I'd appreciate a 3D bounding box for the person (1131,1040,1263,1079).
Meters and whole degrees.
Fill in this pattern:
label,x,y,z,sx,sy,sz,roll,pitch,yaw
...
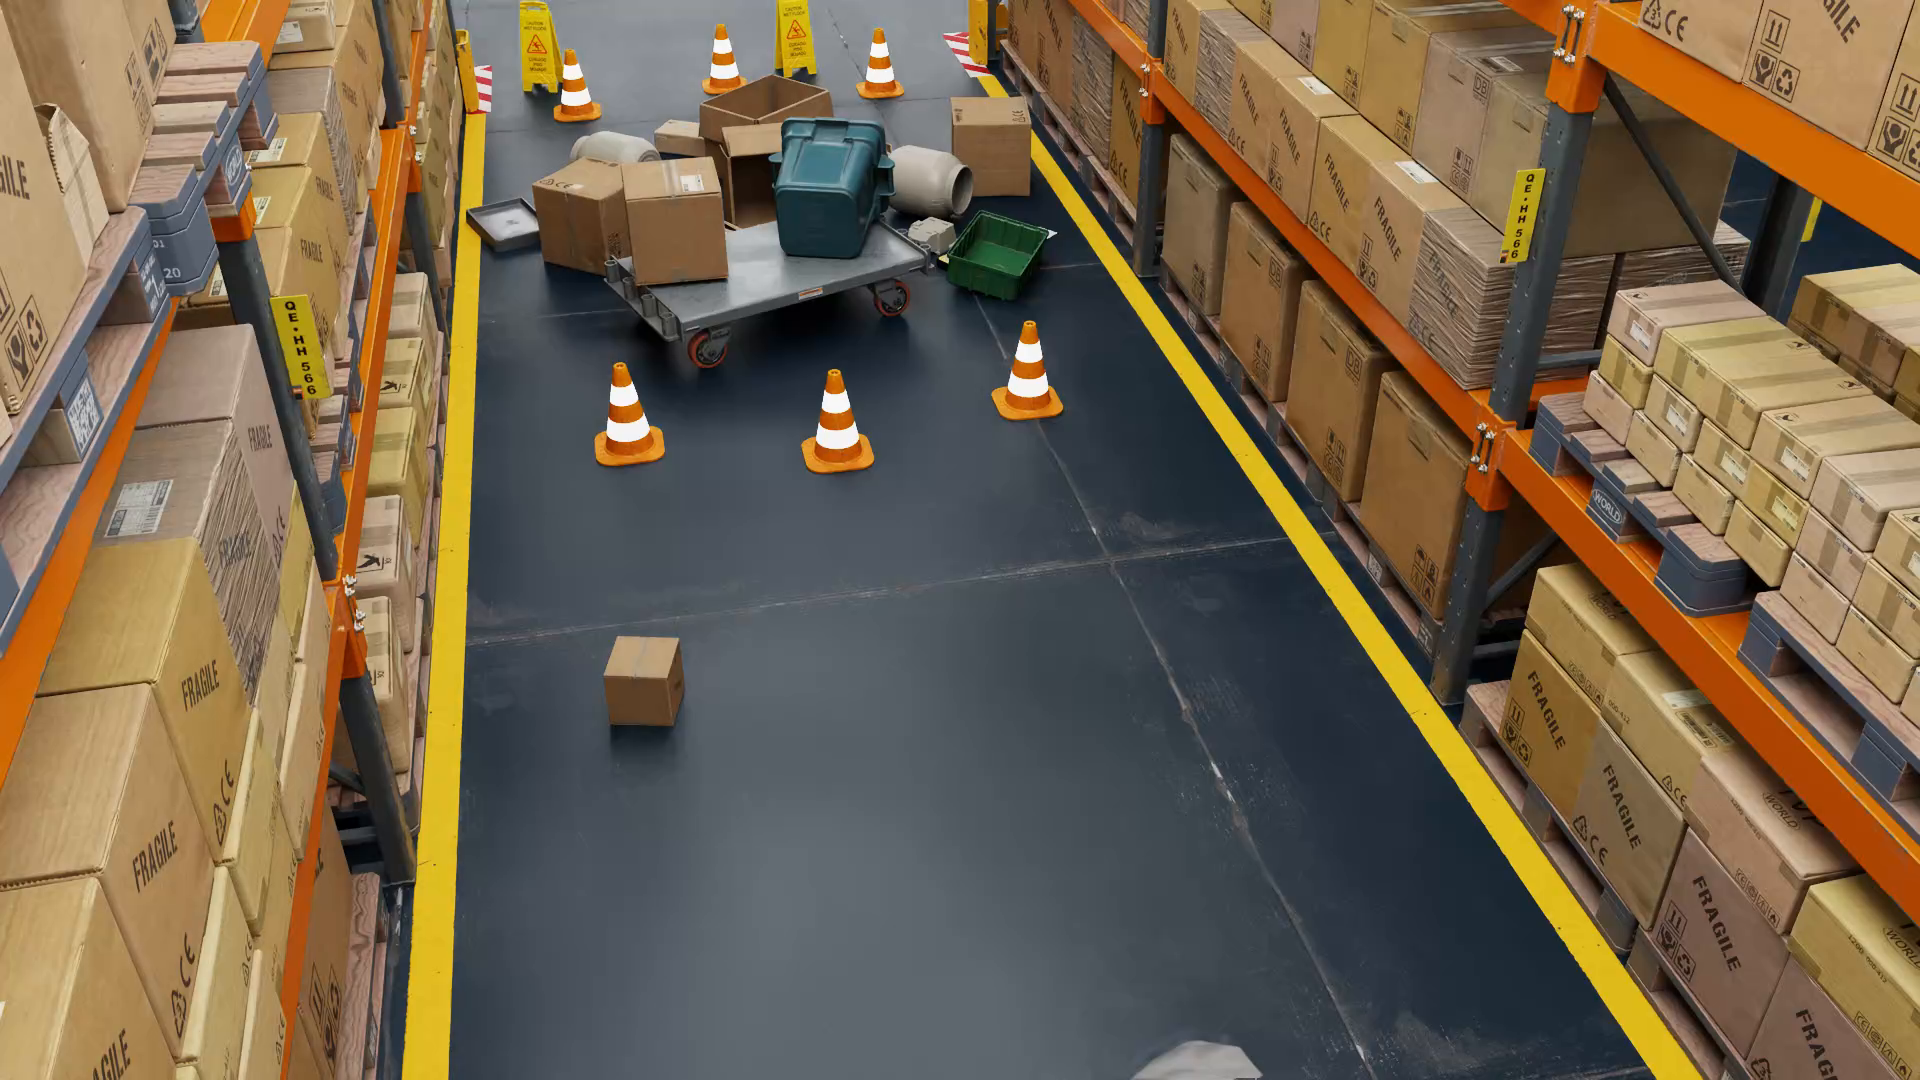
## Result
label,x,y,z,sx,sy,sz,roll,pitch,yaw
person,0.520,1.764,3.543,0.485,1.682,0.807,-12,36,-17
